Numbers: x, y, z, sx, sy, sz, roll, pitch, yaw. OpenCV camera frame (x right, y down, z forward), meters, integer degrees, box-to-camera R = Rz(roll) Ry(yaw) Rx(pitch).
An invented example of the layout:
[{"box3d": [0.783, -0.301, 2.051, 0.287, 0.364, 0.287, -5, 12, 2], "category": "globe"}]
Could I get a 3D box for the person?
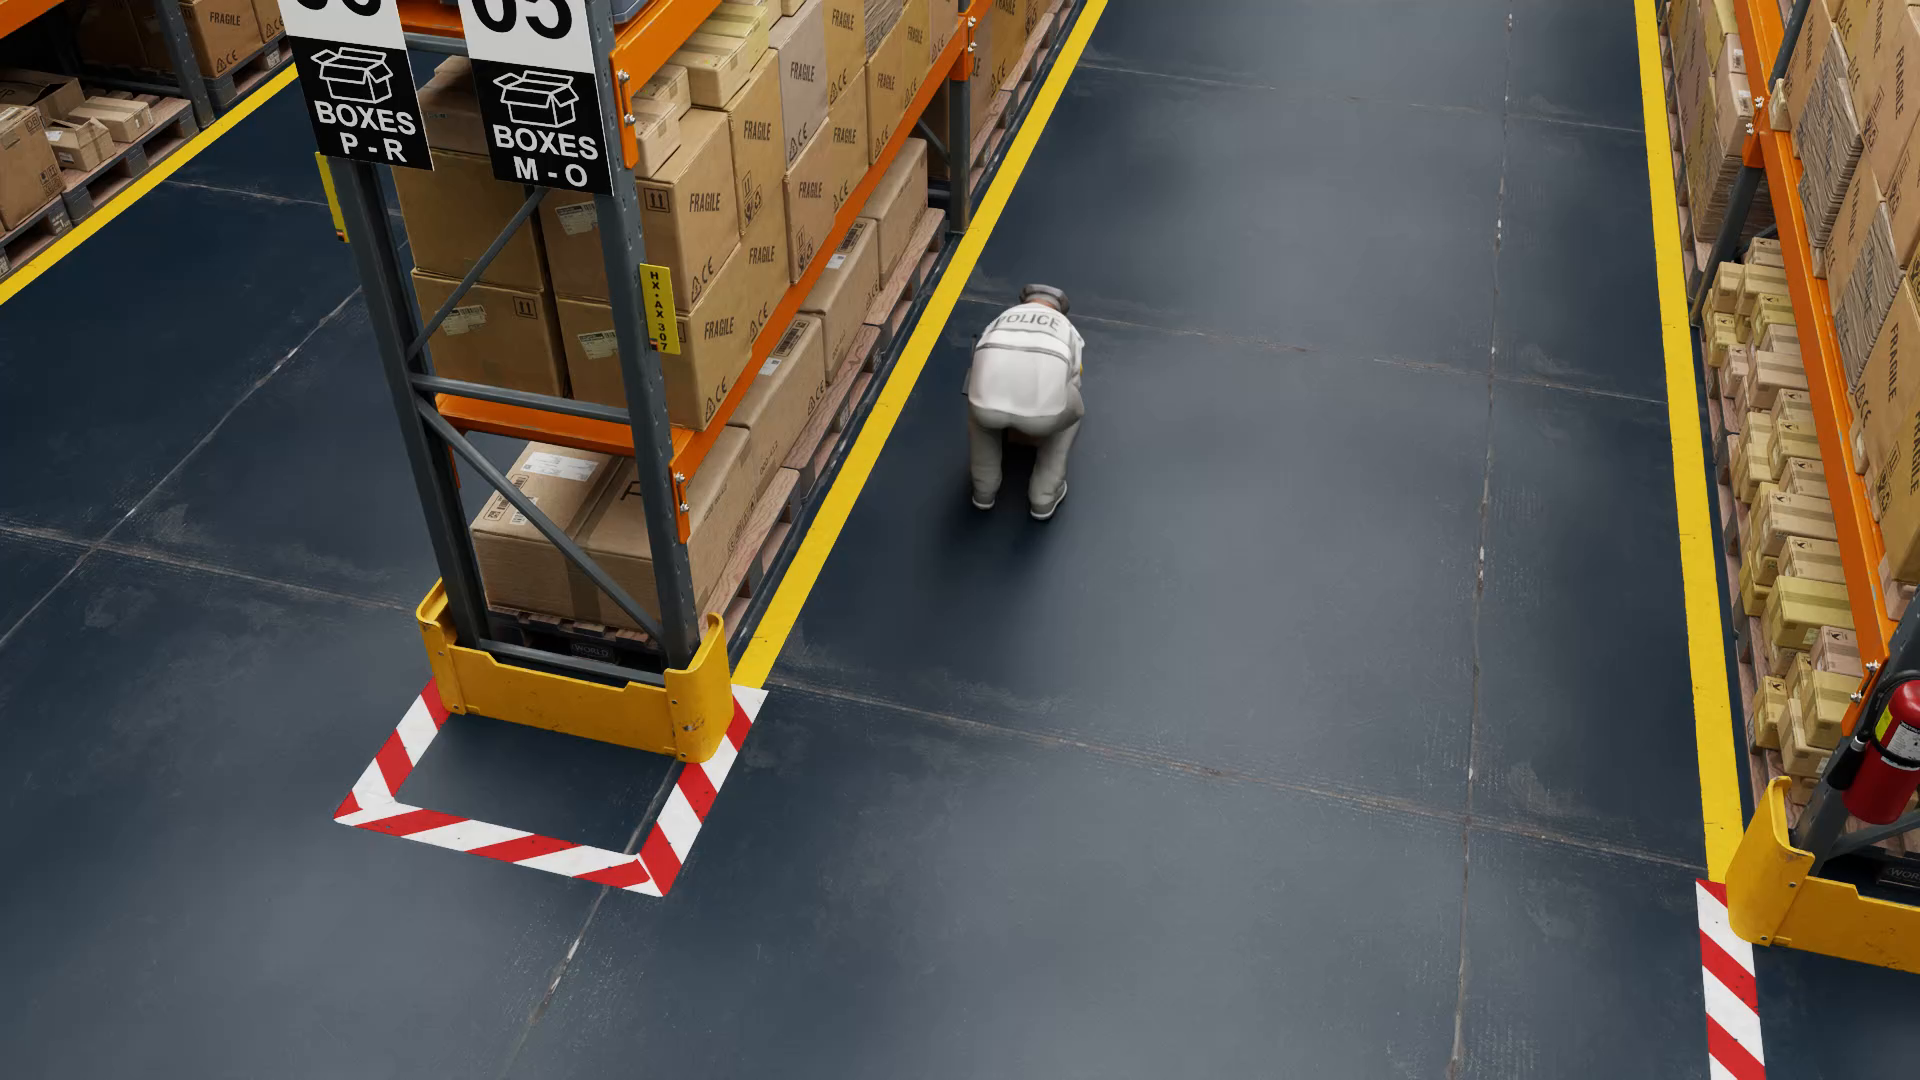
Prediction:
[{"box3d": [0.305, -0.666, 7.562, 0.544, 0.929, 1.024, 8, 41, 9], "category": "person"}]
